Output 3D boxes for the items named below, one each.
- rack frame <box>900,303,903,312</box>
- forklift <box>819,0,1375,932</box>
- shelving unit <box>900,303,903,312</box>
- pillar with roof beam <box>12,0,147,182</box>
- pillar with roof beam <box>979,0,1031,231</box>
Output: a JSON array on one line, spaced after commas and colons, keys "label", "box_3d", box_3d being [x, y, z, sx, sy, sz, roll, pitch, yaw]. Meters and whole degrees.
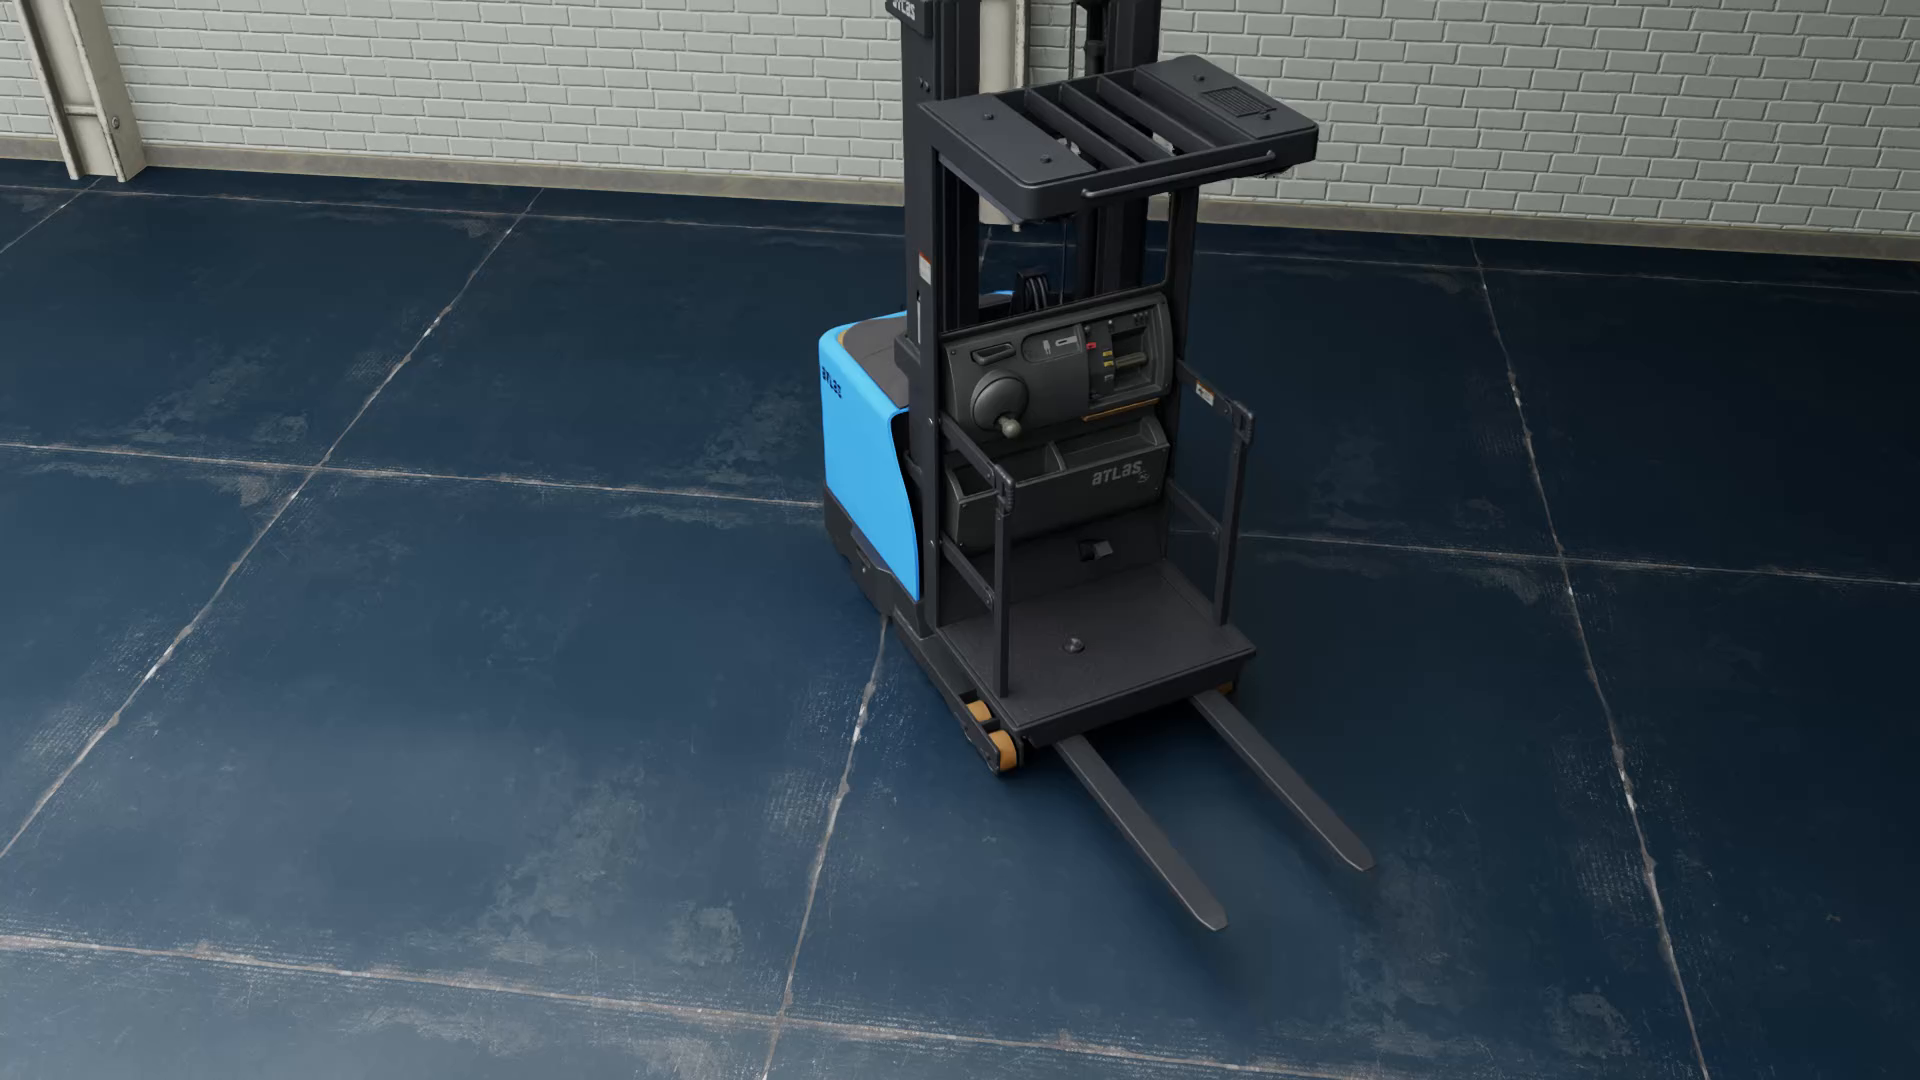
[{"label": "rack frame", "box_3d": [-0.309, -0.672, 7.917, 0.006, 0.900, 0.240, 11, 37, 15]}, {"label": "forklift", "box_3d": [0.478, -0.582, 6.042, 1.130, 2.935, 3.031, -16, 39, -21]}, {"label": "shelving unit", "box_3d": [-0.213, -0.653, 7.891, 0.210, 0.900, 0.258, 11, 37, 15]}, {"label": "pillar with roof beam", "box_3d": [-6.293, -3.675, 5.152, 0.400, 9.000, 9.100, 4, 36, 6]}, {"label": "pillar with roof beam", "box_3d": [-0.342, -3.231, 4.530, 0.400, 9.000, 9.100, 4, 36, 6]}]
